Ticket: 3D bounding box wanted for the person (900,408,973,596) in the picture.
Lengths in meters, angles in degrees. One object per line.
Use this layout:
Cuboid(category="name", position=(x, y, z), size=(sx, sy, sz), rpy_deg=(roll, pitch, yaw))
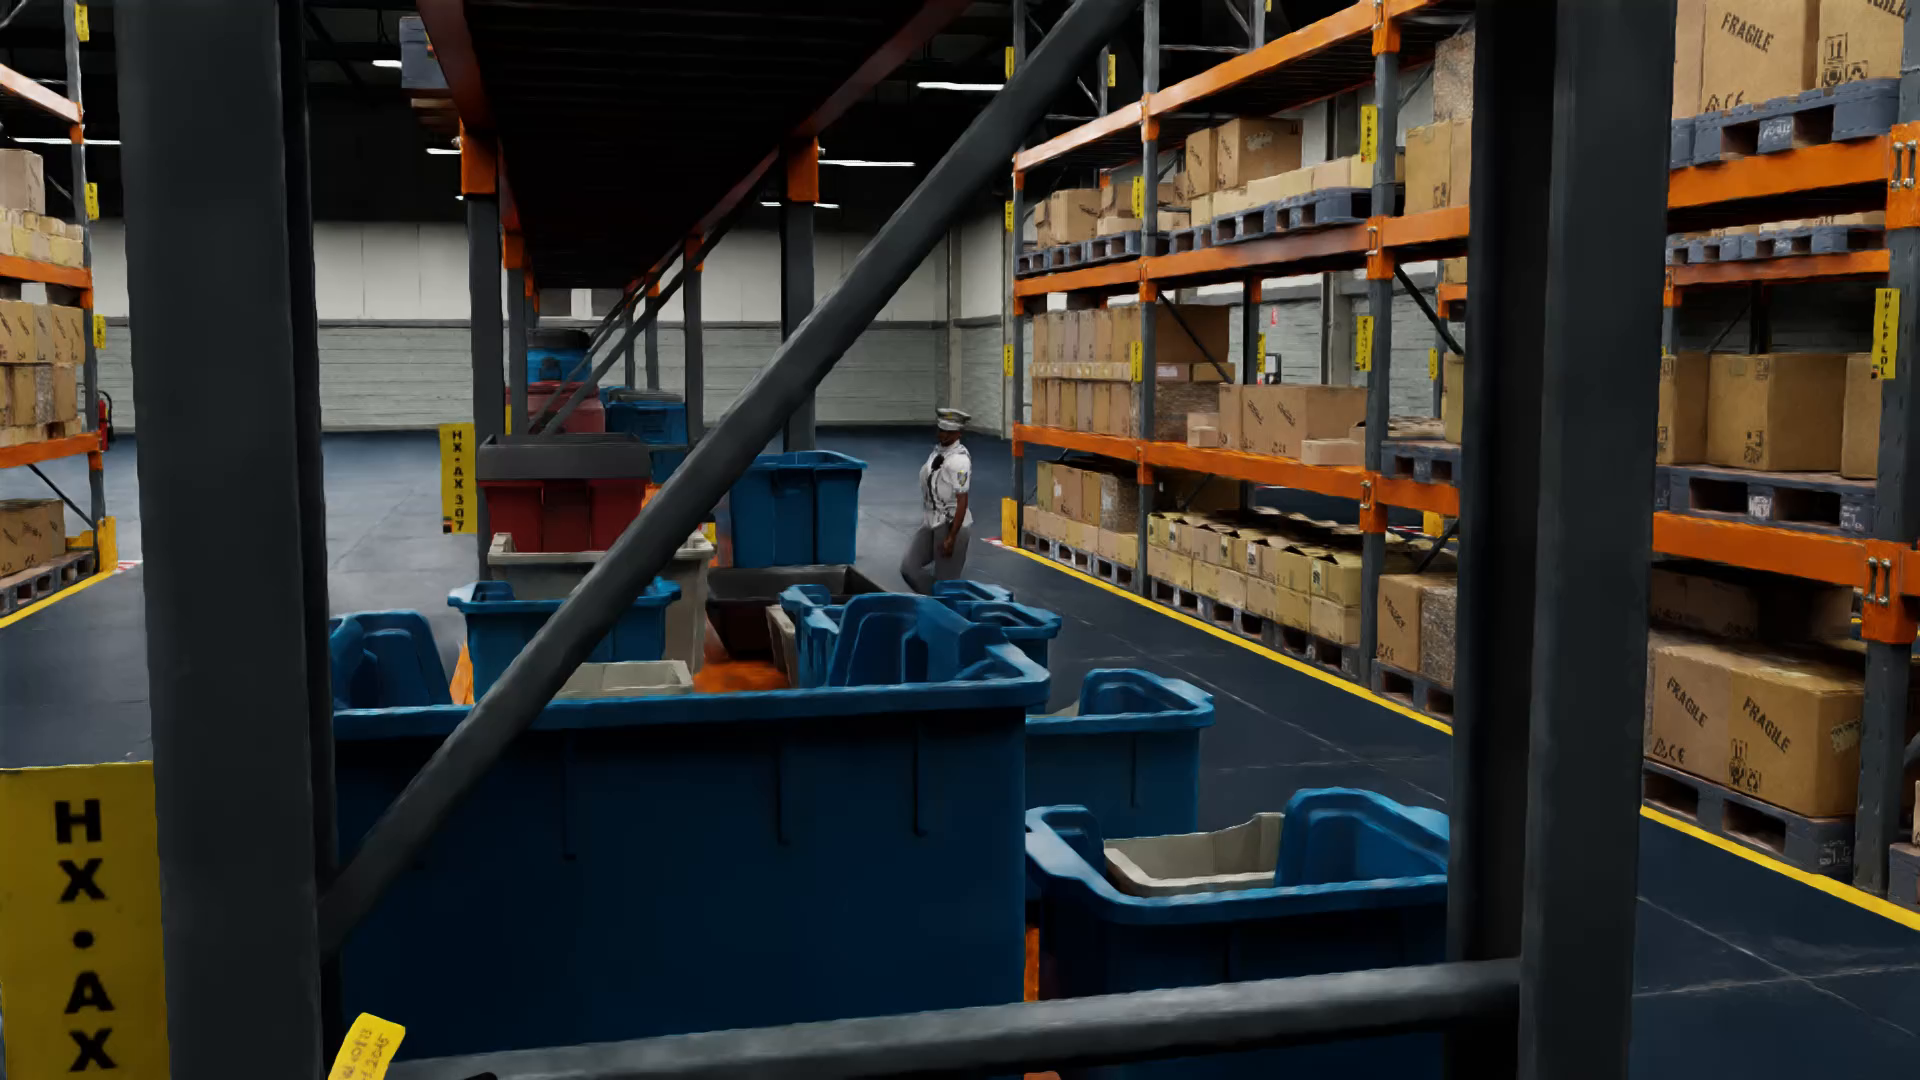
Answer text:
Cuboid(category="person", position=(-0.161, -0.059, 11.181), size=(0.438, 1.650, 0.663), rpy_deg=(-2, 7, -18))
